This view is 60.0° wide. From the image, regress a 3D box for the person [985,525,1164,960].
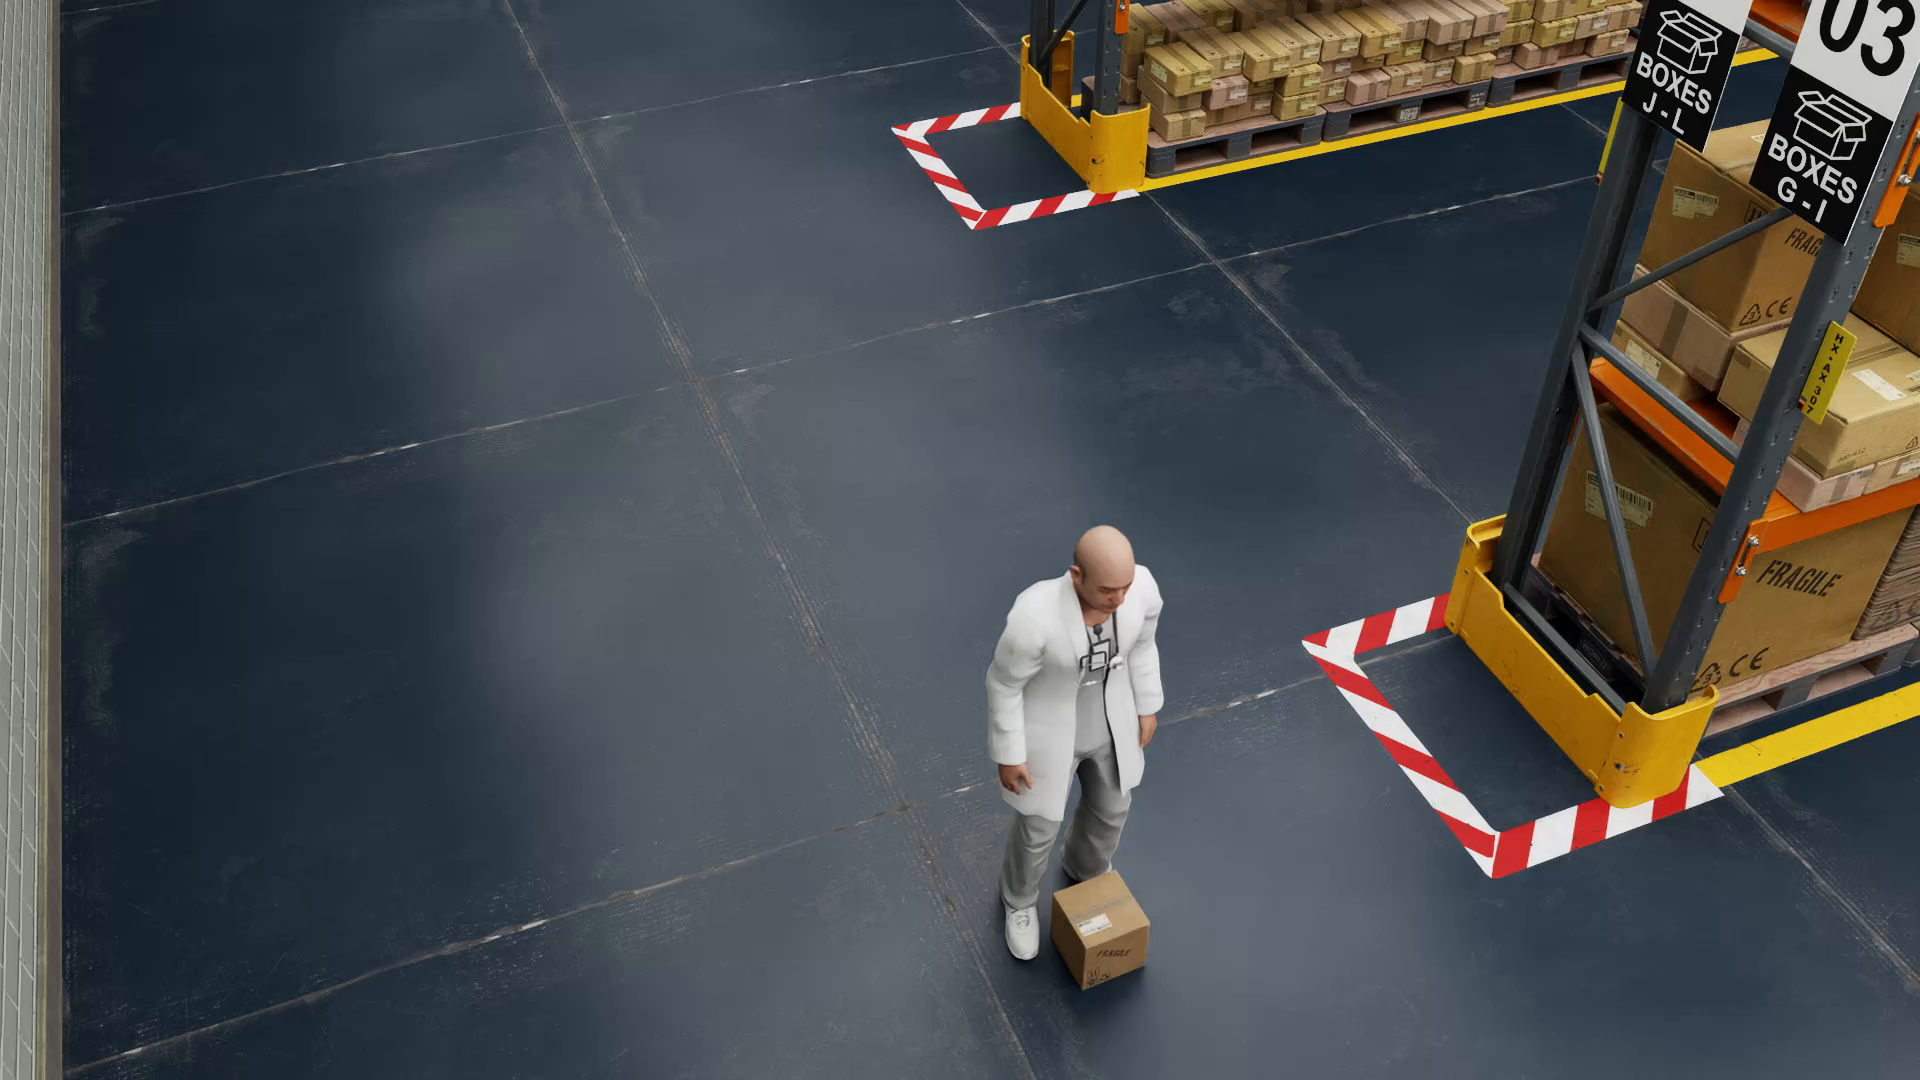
[{"bbox_3d":[0.384,0.641,5.465,0.637,1.739,0.428,-17,44,-18],"label":"person"}]
